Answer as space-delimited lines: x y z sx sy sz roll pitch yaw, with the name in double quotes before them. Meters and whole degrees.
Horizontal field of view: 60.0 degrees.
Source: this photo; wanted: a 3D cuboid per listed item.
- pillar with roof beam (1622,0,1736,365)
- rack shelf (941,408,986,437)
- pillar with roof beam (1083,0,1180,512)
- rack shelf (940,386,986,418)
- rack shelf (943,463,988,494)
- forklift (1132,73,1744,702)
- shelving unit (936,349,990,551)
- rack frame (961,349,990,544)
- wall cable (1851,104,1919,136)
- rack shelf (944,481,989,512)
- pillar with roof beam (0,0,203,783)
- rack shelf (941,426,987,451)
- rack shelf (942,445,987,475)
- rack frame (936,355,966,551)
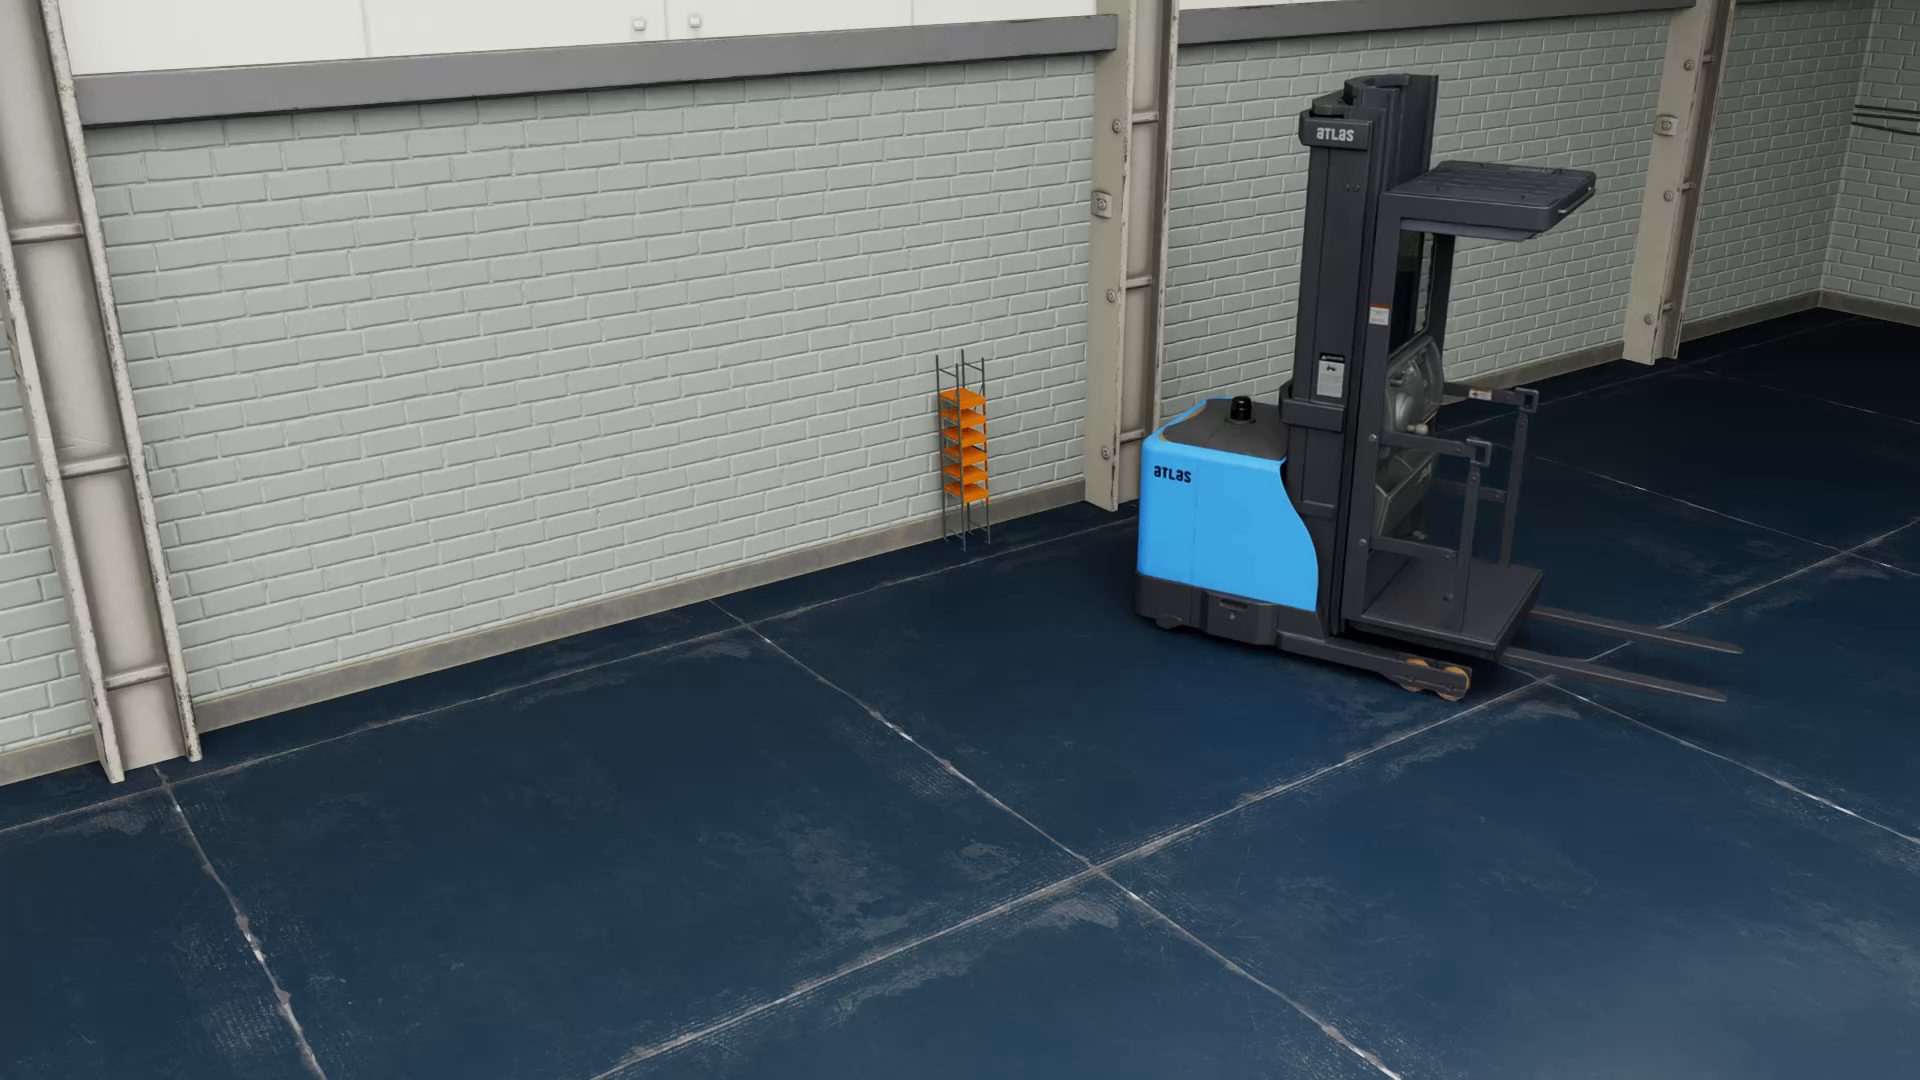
"pillar with roof beam" 8.446 -4.457 9.423 0.400 9.000 9.100 -15 26 -33
"rack shelf" 0.013 -0.719 10.043 0.180 0.103 0.258 -16 27 -29
"pillar with roof beam" 3.576 -3.158 6.168 0.400 9.000 9.100 -15 26 -33
"rack shelf" 0.009 -0.830 9.996 0.180 0.103 0.258 -16 27 -29
"rack shelf" 0.027 -0.389 10.184 0.180 0.103 0.258 -16 27 -29
"forklift" 2.490 -0.779 8.394 3.031 2.935 1.130 12 25 28
"shelving unit" 0.021 -0.540 10.120 0.189 1.200 0.258 -16 27 -29
"rack frame" 0.097 -0.562 10.165 0.006 1.200 0.240 -16 27 -29
"wall cable" 9.096 -4.549 13.845 0.112 2.526 3.097 -15 26 -33
"rack shelf" 0.031 -0.278 10.232 0.180 0.103 0.258 -16 27 -29
"pillar with roof beam" -1.295 -1.859 2.914 0.400 9.000 9.100 -15 26 -33
"rack shelf" 0.018 -0.609 10.090 0.180 0.103 0.258 -16 27 -29
"rack shelf" 0.022 -0.499 10.137 0.180 0.103 0.258 -16 27 -29
"rack frame" -0.056 -0.517 10.075 0.006 1.200 0.240 -16 27 -29
